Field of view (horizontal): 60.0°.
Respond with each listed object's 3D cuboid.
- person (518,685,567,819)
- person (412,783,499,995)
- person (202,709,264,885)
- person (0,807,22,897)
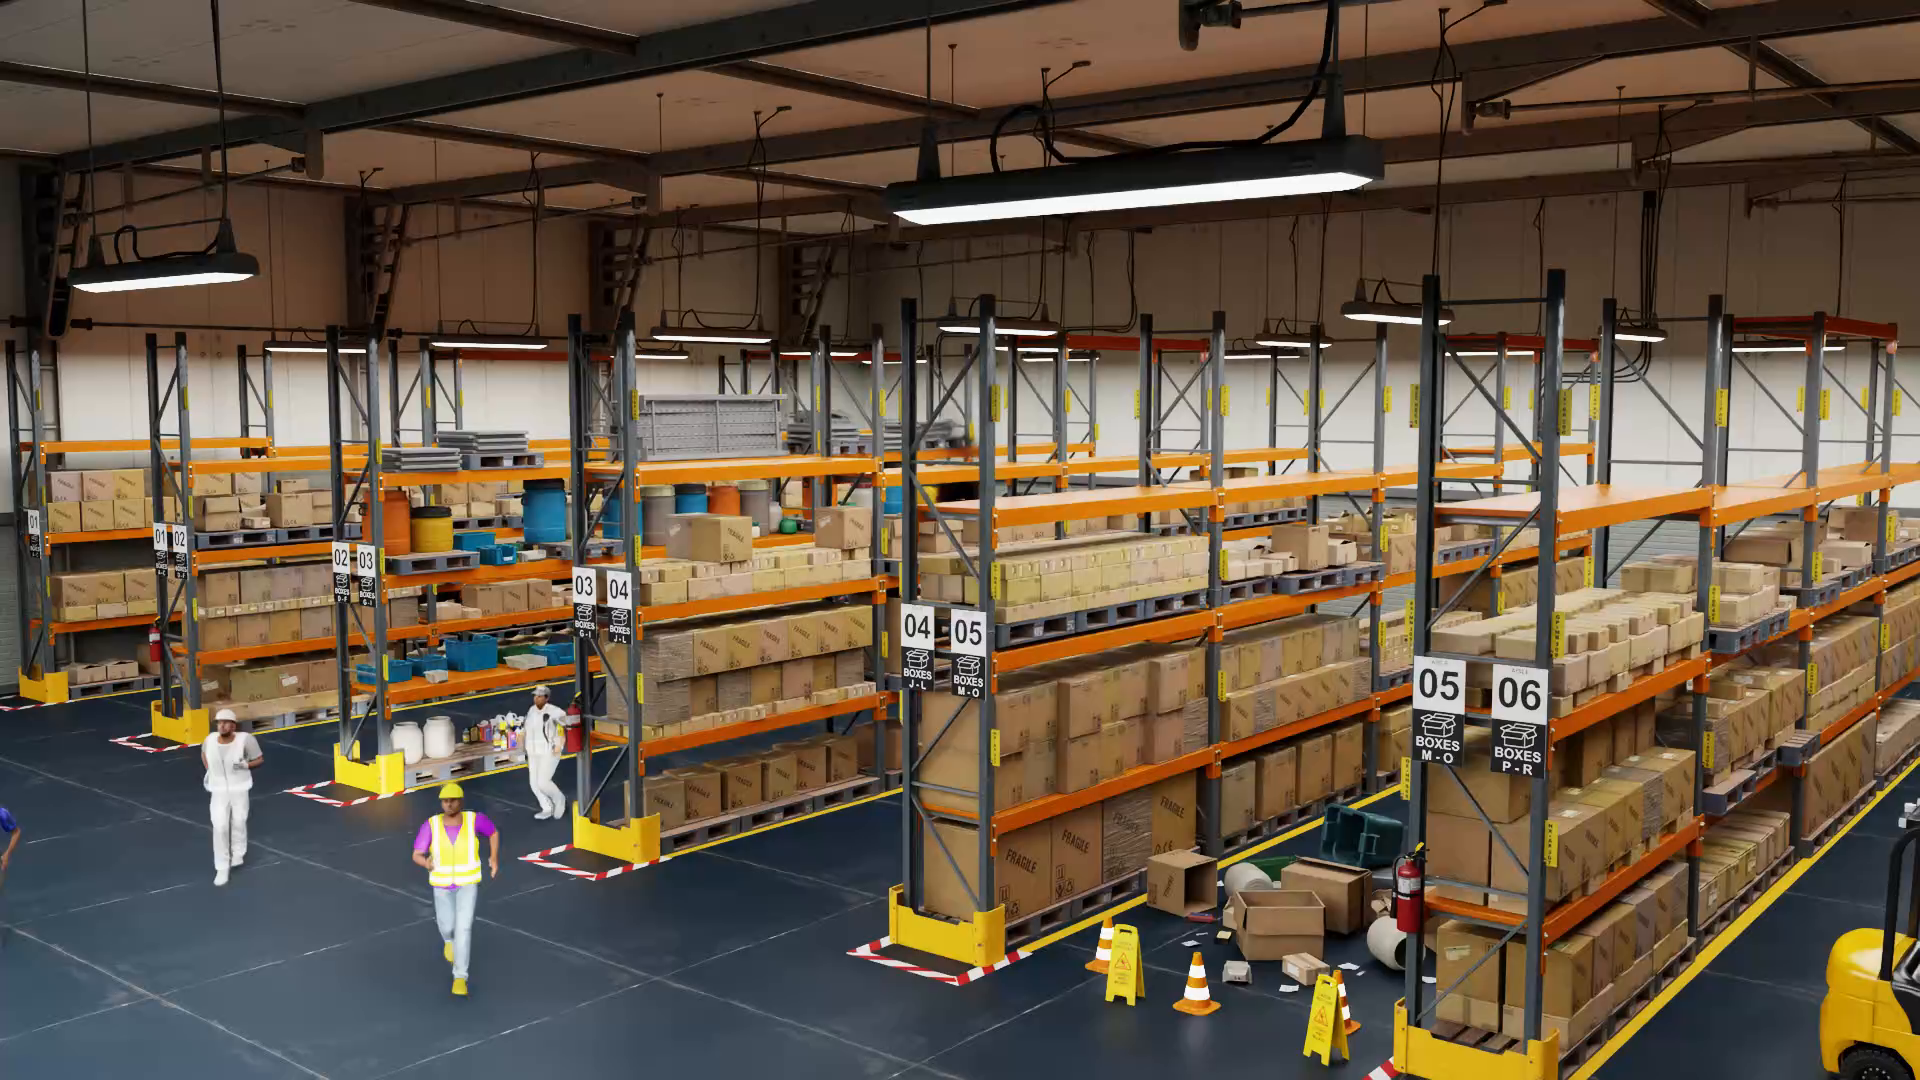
[{"bbox_3d":[-5.011,2.554,19.881,0.593,1.630,0.535,3,6,26],"label":"person"},{"bbox_3d":[-4.371,2.967,14.403,0.717,1.713,1.098,-1,5,-12],"label":"person"},{"bbox_3d":[-7.736,2.700,17.689,0.646,1.852,0.790,-2,5,-16],"label":"person"},{"bbox_3d":[-8.919,3.052,15.223,0.587,1.540,0.698,-2,6,-23],"label":"person"}]
